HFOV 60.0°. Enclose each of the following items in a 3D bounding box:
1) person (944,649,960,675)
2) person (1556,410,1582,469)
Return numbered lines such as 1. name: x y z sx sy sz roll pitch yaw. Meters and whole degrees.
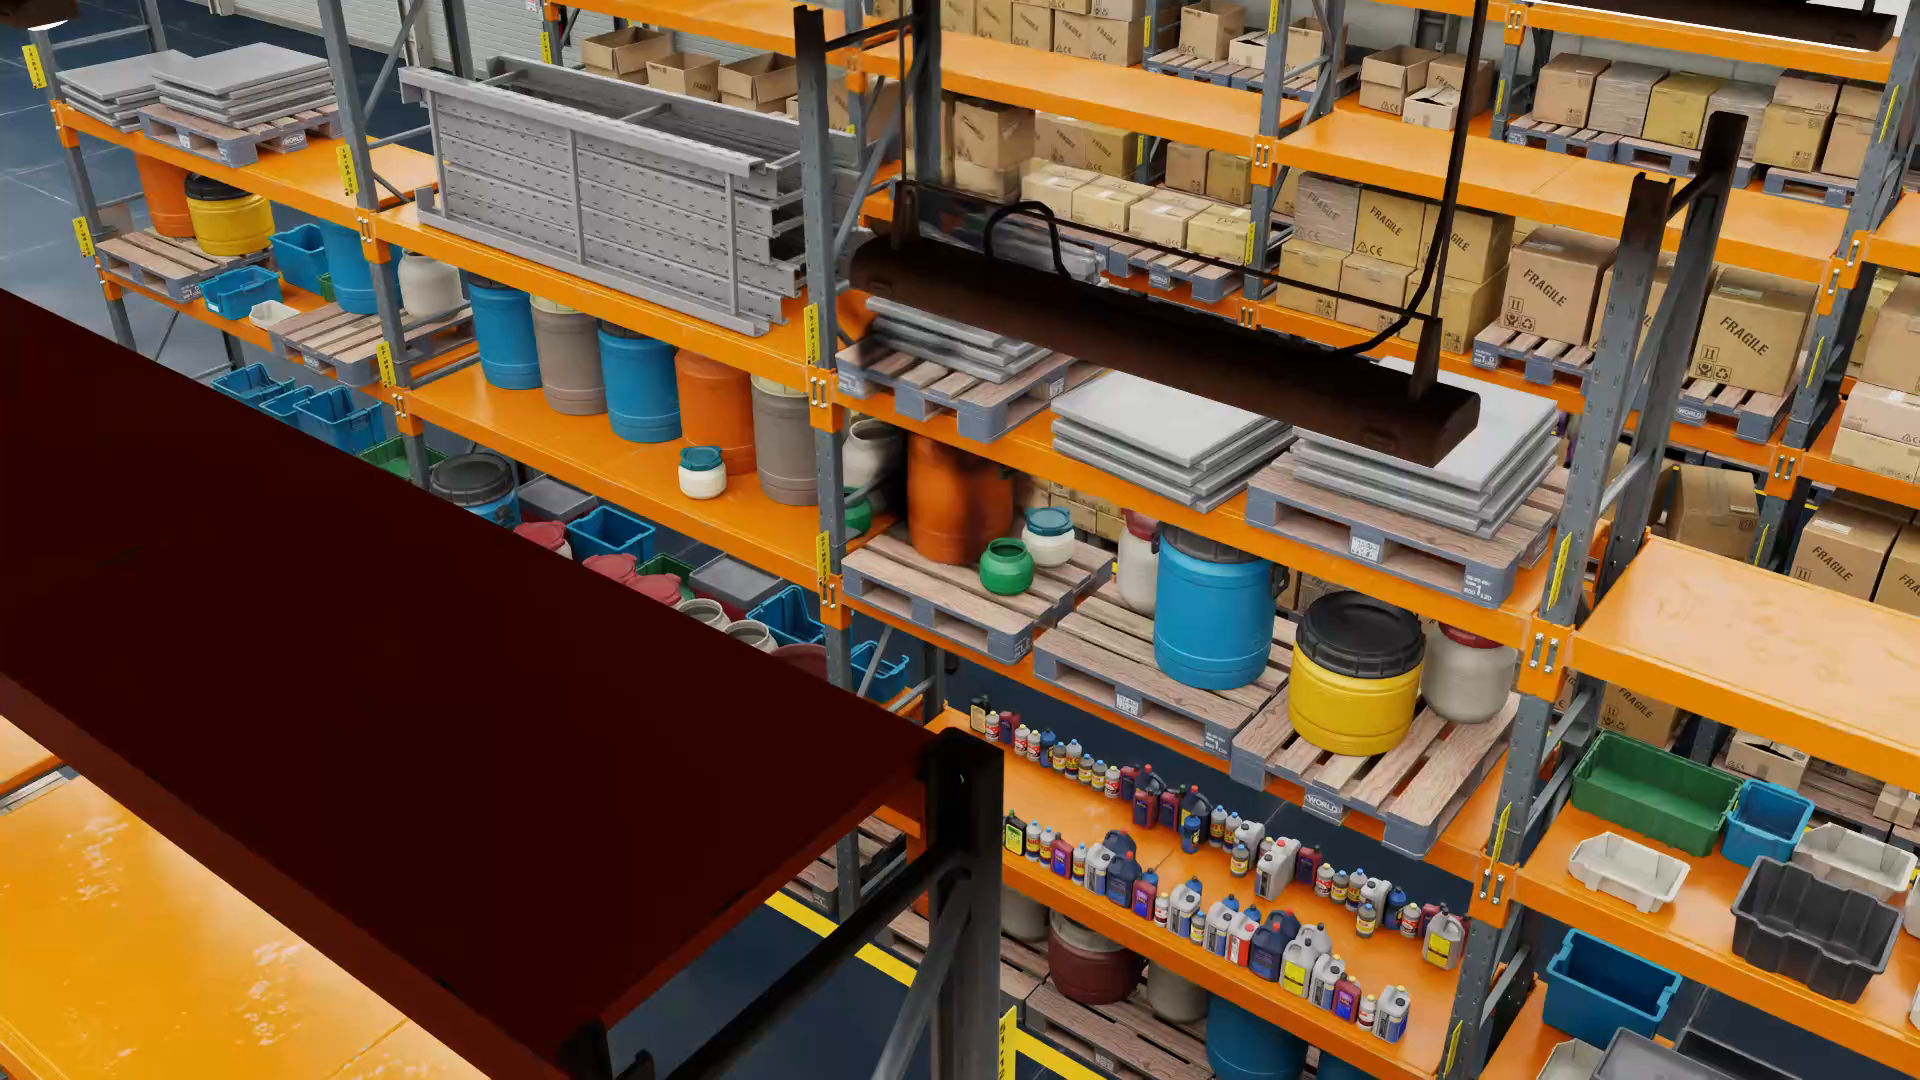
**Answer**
1. person: -0.108 0.302 12.619 0.583 1.684 0.658 17 35 25
2. person: 5.491 -0.807 15.100 0.617 1.554 0.515 13 34 20
